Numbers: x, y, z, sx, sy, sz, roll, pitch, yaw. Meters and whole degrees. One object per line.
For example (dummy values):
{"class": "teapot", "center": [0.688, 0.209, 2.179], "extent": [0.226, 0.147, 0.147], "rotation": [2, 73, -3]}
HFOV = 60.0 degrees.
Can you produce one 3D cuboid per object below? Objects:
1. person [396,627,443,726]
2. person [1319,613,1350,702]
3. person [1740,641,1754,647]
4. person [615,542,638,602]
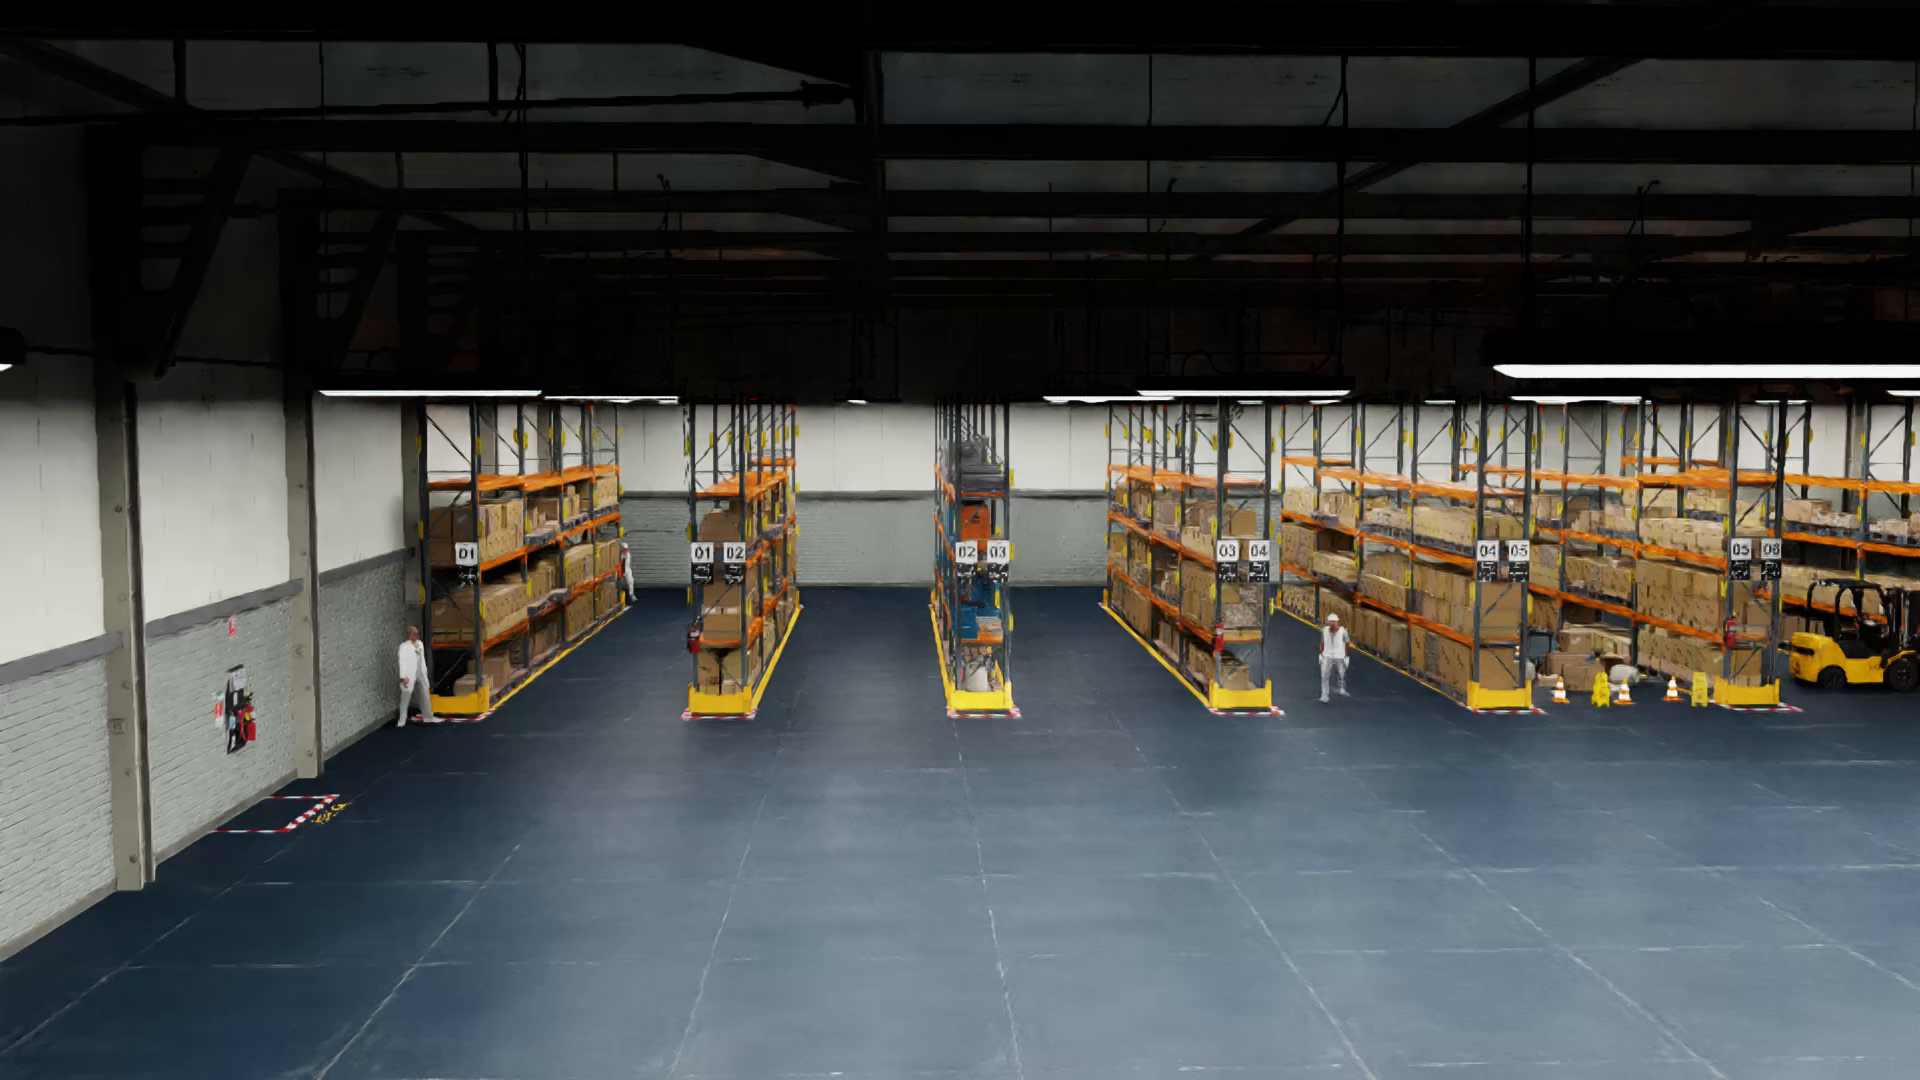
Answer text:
{"class": "person", "center": [-9.769, 2.432, 29.814], "extent": [0.582, 1.770, 0.741], "rotation": [3, 5, 32]}
{"class": "person", "center": [7.302, 2.269, 32.450], "extent": [0.607, 1.729, 0.984], "rotation": [2, 5, 18]}
{"class": "person", "center": [16.780, 1.976, 35.556], "extent": [0.560, 1.770, 0.627], "rotation": [3, 5, 29]}
{"class": "person", "center": [-9.851, 0.945, 48.743], "extent": [0.582, 1.761, 0.946], "rotation": [-2, 5, -28]}
